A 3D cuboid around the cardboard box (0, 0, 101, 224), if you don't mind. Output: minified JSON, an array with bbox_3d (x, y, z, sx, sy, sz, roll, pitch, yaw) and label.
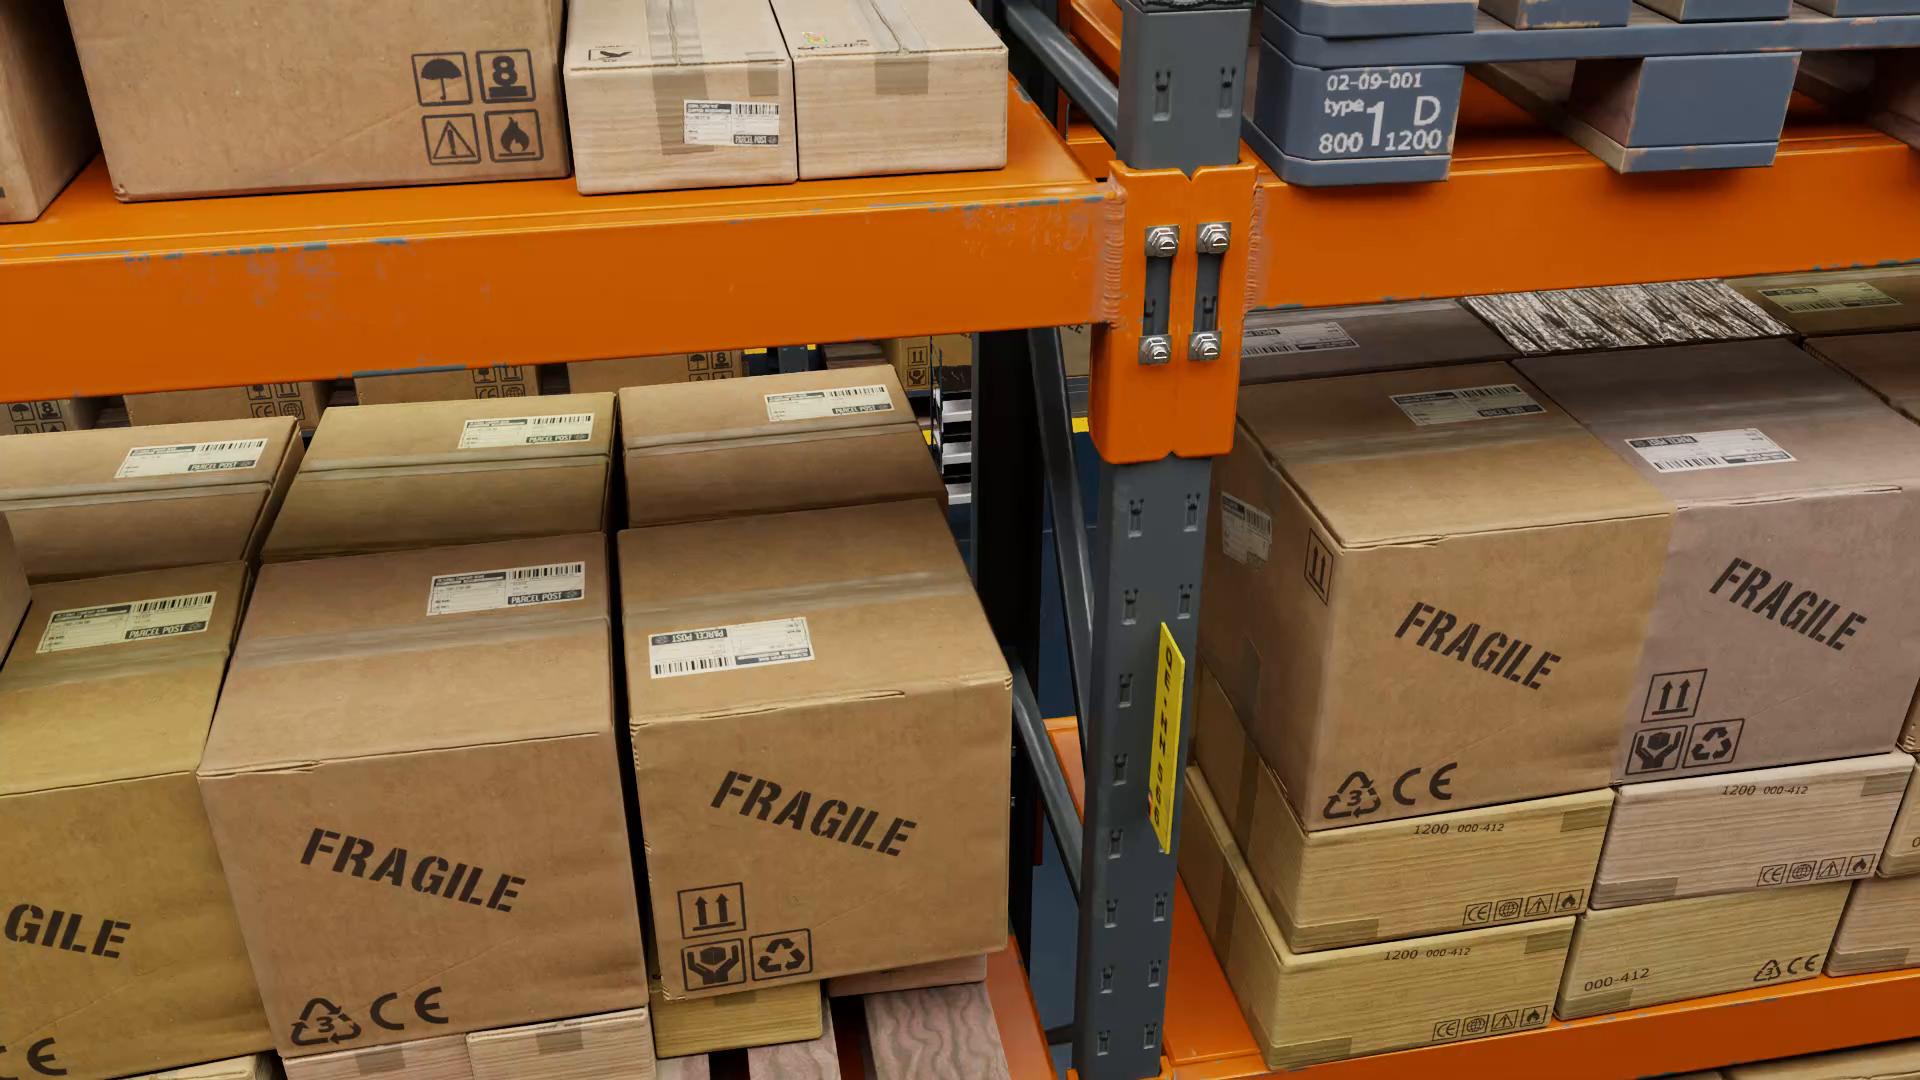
[{"bbox_3d":[-1.324,-0.717,1.948,0.637,0.503,0.797,-5,31,-9],"label":"cardboard box"}]

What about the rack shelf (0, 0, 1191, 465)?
[{"bbox_3d":[-1.796,-0.333,2.107,4.000,0.370,1.077,-5,31,-9],"label":"rack shelf"}]

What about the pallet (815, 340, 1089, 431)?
[{"bbox_3d":[-0.051,-0.860,8.004,1.213,0.211,1.003,-5,31,-9],"label":"pallet"}]

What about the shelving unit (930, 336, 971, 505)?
[{"bbox_3d":[0.008,-0.389,6.523,0.210,0.900,0.258,-5,31,-9],"label":"shelving unit"}]

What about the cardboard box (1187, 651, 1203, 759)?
[{"bbox_3d":[0.602,0.146,3.198,0.500,0.250,0.500,-5,31,-9],"label":"cardboard box"}]

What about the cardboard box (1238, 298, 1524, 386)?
[{"bbox_3d":[0.633,-0.184,3.019,0.500,0.500,0.500,-6,31,-10],"label":"cardboard box"}]

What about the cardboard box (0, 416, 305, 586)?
[{"bbox_3d":[-1.345,0.144,2.740,0.500,0.500,0.500,-5,31,-8],"label":"cardboard box"}]

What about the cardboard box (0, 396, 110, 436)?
[{"bbox_3d":[-4.160,-0.939,7.193,0.750,0.750,1.050,-5,31,-9],"label":"cardboard box"}]

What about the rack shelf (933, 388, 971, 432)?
[{"bbox_3d":[0.008,-0.515,6.449,0.200,0.077,0.258,-5,31,-9],"label":"rack shelf"}]

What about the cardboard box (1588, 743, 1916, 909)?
[{"bbox_3d":[1.223,0.347,2.856,0.500,0.250,0.500,-5,31,-8],"label":"cardboard box"}]

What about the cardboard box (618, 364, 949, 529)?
[{"bbox_3d":[-0.313,0.041,2.915,0.500,0.500,0.500,-6,31,-10],"label":"cardboard box"}]

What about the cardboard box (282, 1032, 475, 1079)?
[{"bbox_3d":[-0.848,0.667,2.490,0.250,0.149,0.380,-7,31,-11],"label":"cardboard box"}]

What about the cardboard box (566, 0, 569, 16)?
[{"bbox_3d":[-0.420,-0.800,2.325,0.258,0.266,0.396,-5,31,-9],"label":"cardboard box"}]

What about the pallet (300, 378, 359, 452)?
[{"bbox_3d":[-2.806,-0.645,7.639,1.213,0.211,1.003,-5,31,-9],"label":"pallet"}]

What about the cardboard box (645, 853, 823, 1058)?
[{"bbox_3d":[-0.359,0.602,2.600,0.250,0.149,0.380,-5,31,-8],"label":"cardboard box"}]

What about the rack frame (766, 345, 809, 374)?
[{"bbox_3d":[-0.820,-1.991,7.177,0.127,3.000,1.000,-5,31,-9],"label":"rack frame"}]

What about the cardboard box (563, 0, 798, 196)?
[{"bbox_3d":[-0.344,-0.557,2.027,0.250,0.149,0.380,-5,31,-9],"label":"cardboard box"}]

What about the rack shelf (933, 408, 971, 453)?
[{"bbox_3d":[0.008,-0.437,6.494,0.200,0.077,0.258,-5,31,-9],"label":"rack shelf"}]

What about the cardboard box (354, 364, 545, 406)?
[{"bbox_3d":[-2.294,-1.110,7.484,0.750,0.750,1.050,-5,31,-8],"label":"cardboard box"}]

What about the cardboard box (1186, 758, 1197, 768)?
[{"bbox_3d":[0.622,0.356,3.333,0.500,0.250,0.500,-6,31,-11],"label":"cardboard box"}]

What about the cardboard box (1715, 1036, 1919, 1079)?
[{"bbox_3d":[1.744,1.101,3.600,0.875,0.875,0.875,-5,31,-8],"label":"cardboard box"}]

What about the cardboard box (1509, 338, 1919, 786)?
[{"bbox_3d":[1.187,0.020,2.671,0.500,0.500,0.500,-5,31,-9],"label":"cardboard box"}]

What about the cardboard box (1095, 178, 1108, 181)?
[{"bbox_3d":[0.803,-1.701,7.996,0.500,0.250,0.500,-5,31,-8],"label":"cardboard box"}]

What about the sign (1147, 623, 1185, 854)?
[{"bbox_3d":[0.278,0.272,2.264,0.005,0.325,0.100,-5,31,-9],"label":"sign"}]

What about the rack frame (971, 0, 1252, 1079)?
[{"bbox_3d":[0.171,0.467,2.996,0.127,3.000,1.000,-5,31,-9],"label":"rack frame"}]

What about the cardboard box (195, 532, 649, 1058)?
[{"bbox_3d":[-0.732,0.348,2.393,0.500,0.500,0.500,-6,31,-10],"label":"cardboard box"}]

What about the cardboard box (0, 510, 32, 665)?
[{"bbox_3d":[-1.387,0.125,2.131,0.250,0.149,0.380,-7,31,-11],"label":"cardboard box"}]

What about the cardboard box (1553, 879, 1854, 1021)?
[{"bbox_3d":[1.200,0.557,2.991,0.500,0.250,0.500,-6,31,-10],"label":"cardboard box"}]

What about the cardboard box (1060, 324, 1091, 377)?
[{"bbox_3d":[0.416,-1.080,7.679,0.500,0.500,0.500,-5,31,-8],"label":"cardboard box"}]

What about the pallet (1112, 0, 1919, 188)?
[{"bbox_3d":[0.795,-0.829,2.428,1.003,0.211,1.213,-4,31,-7],"label":"pallet"}]

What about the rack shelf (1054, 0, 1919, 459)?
[{"bbox_3d":[2.139,-0.698,2.728,4.000,0.370,1.077,-5,31,-9],"label":"rack shelf"}]

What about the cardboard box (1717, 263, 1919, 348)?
[{"bbox_3d":[1.626,-0.277,3.177,0.500,0.500,0.500,-5,31,-9],"label":"cardboard box"}]

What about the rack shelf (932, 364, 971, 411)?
[{"bbox_3d":[0.008,-0.593,6.403,0.200,0.077,0.258,-5,31,-9],"label":"rack shelf"}]
